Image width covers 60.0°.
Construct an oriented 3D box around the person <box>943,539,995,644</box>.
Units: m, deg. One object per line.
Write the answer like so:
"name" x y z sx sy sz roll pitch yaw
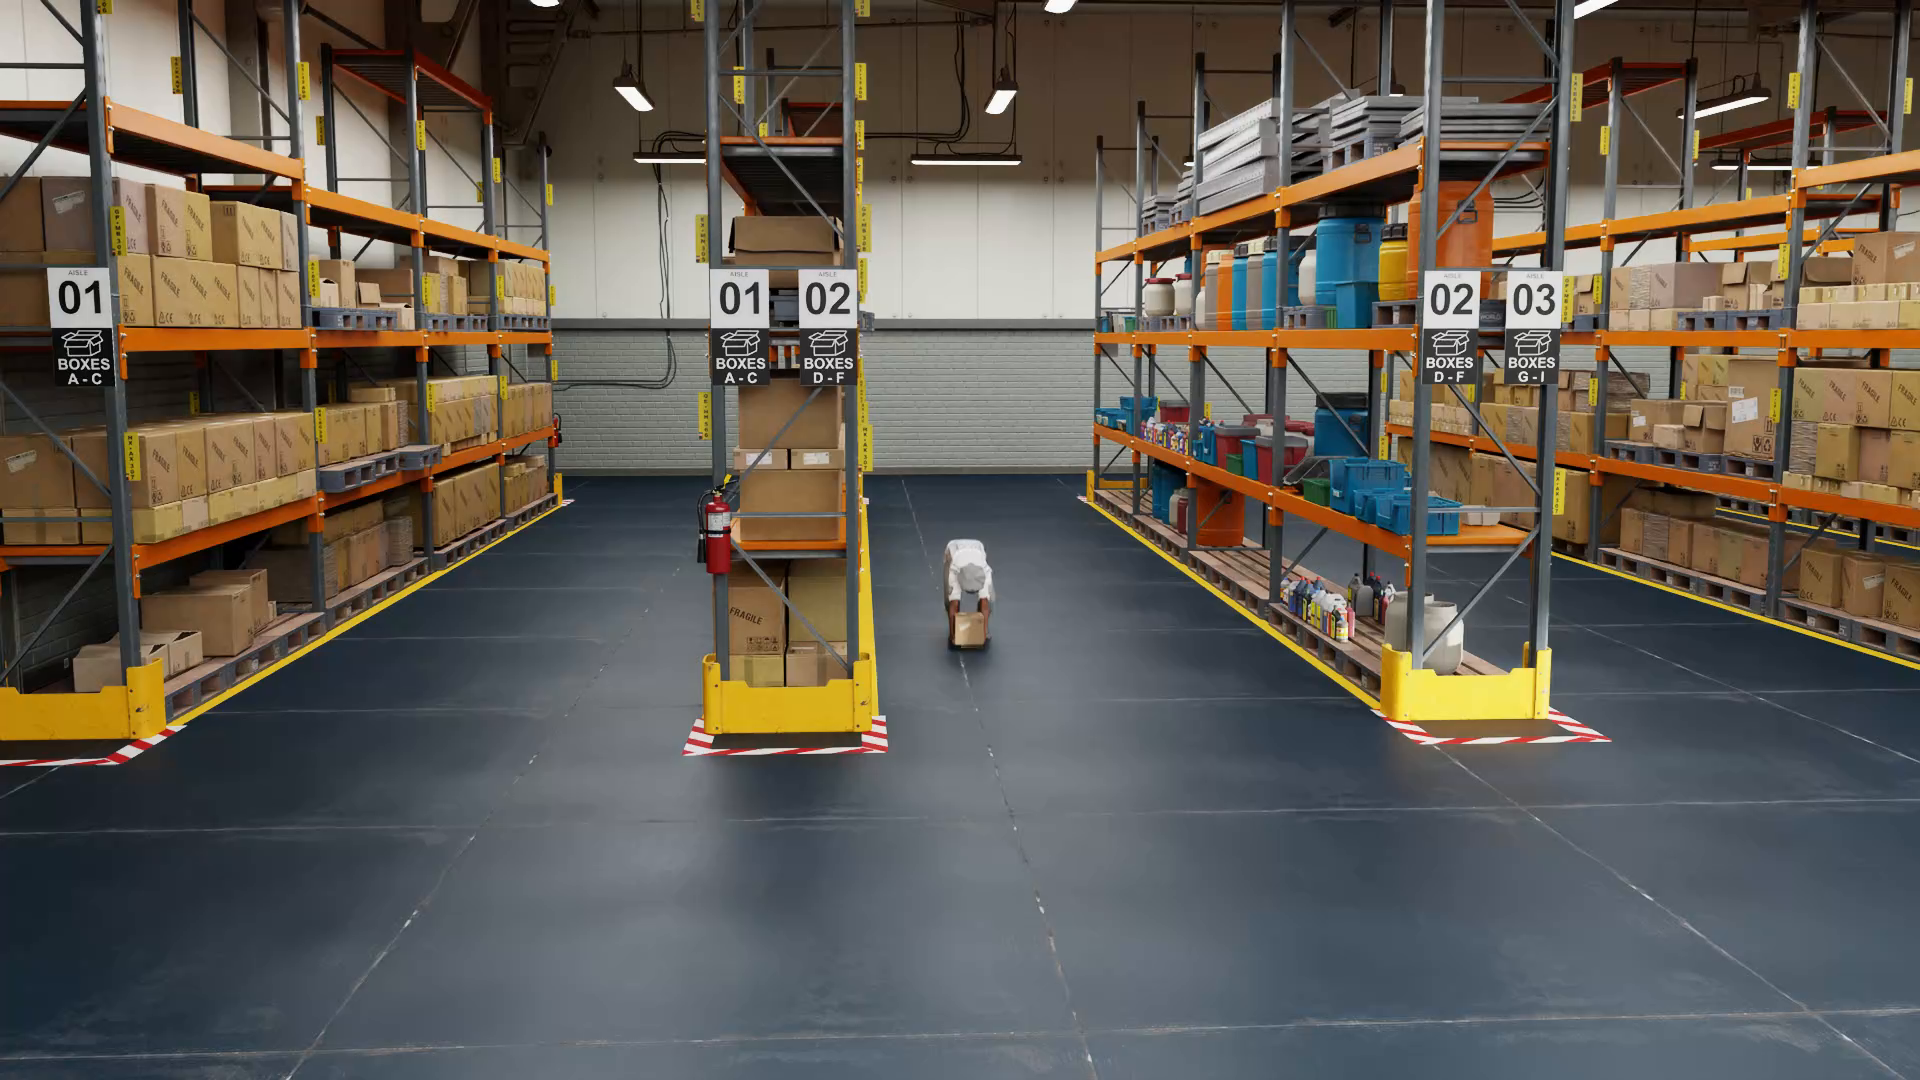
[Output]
"person" 0.091 0.474 14.995 0.460 0.907 0.903 -1 7 -6
